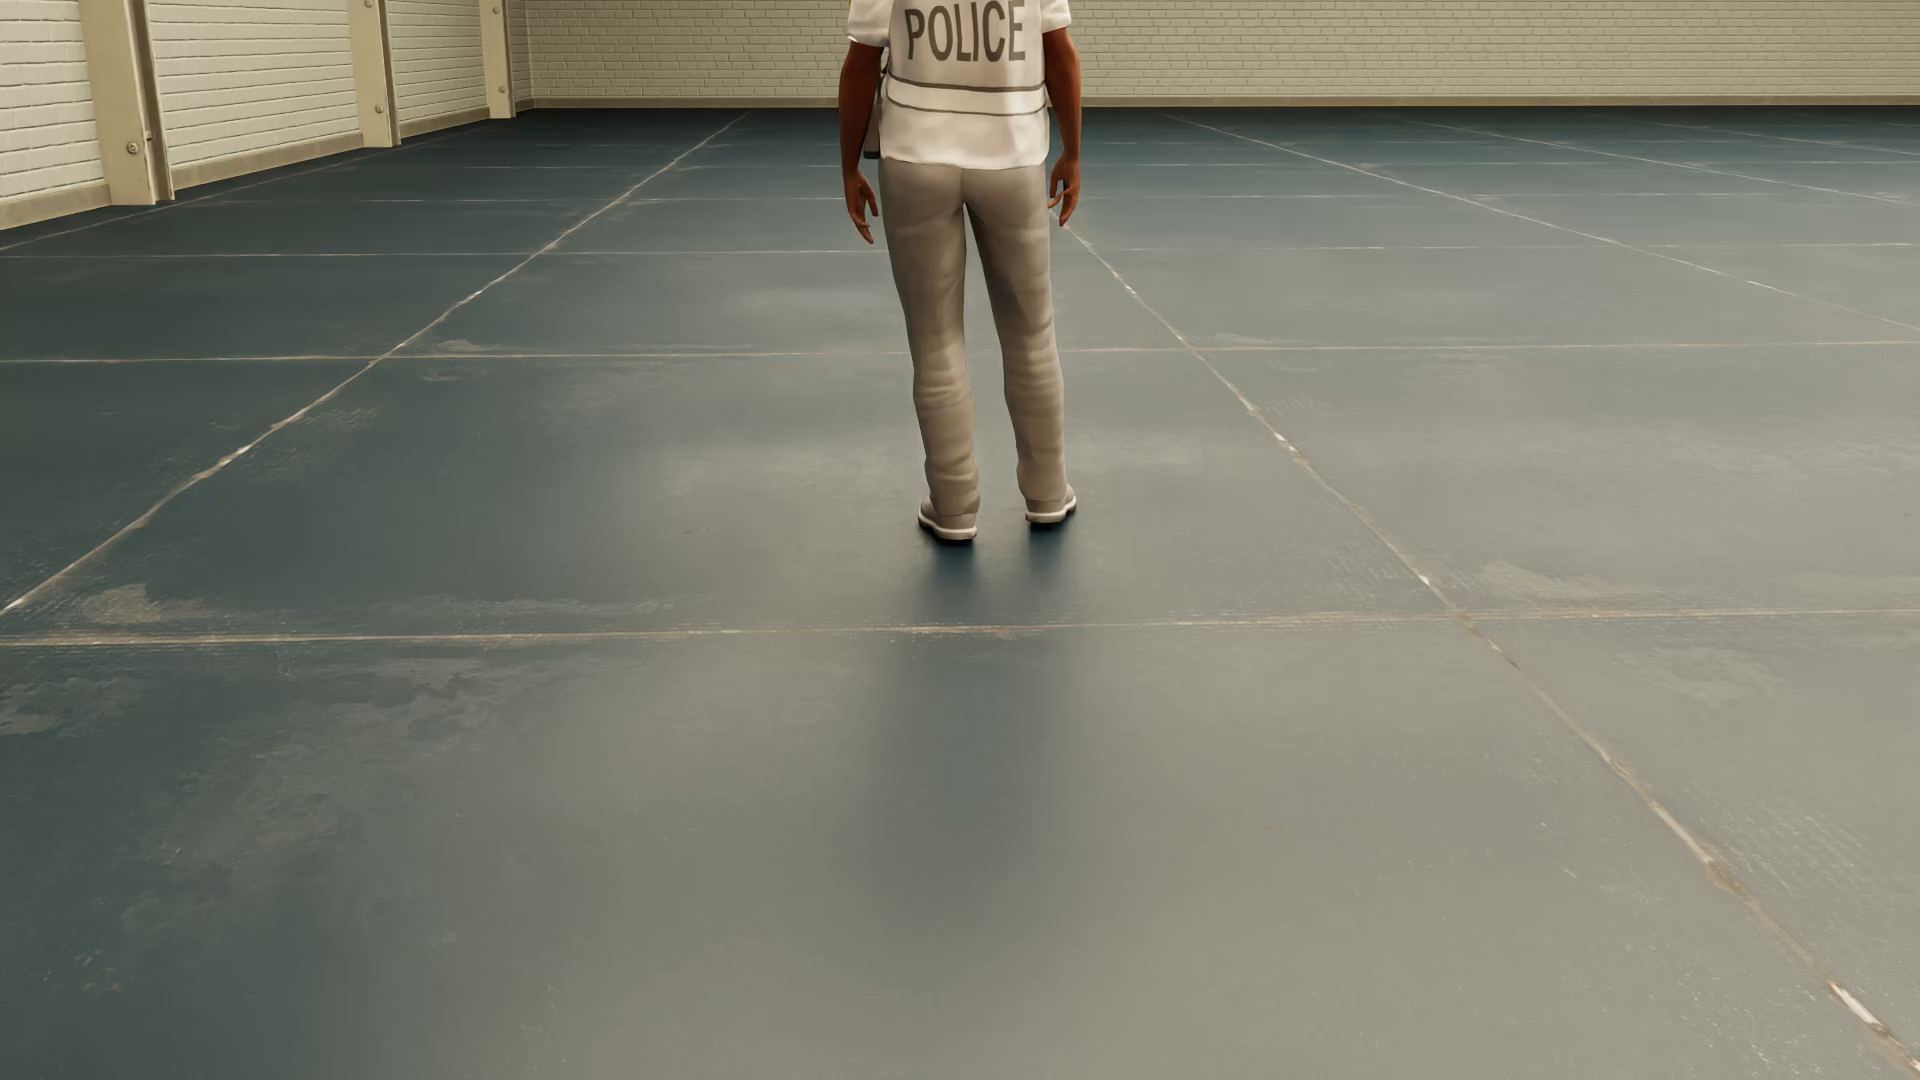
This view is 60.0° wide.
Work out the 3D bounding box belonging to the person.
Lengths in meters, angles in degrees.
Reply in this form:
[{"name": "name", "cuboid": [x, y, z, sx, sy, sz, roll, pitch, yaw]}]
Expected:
[{"name": "person", "cuboid": [0.016, -0.839, 3.741, 0.569, 1.695, 0.528, -1, 17, -3]}]
